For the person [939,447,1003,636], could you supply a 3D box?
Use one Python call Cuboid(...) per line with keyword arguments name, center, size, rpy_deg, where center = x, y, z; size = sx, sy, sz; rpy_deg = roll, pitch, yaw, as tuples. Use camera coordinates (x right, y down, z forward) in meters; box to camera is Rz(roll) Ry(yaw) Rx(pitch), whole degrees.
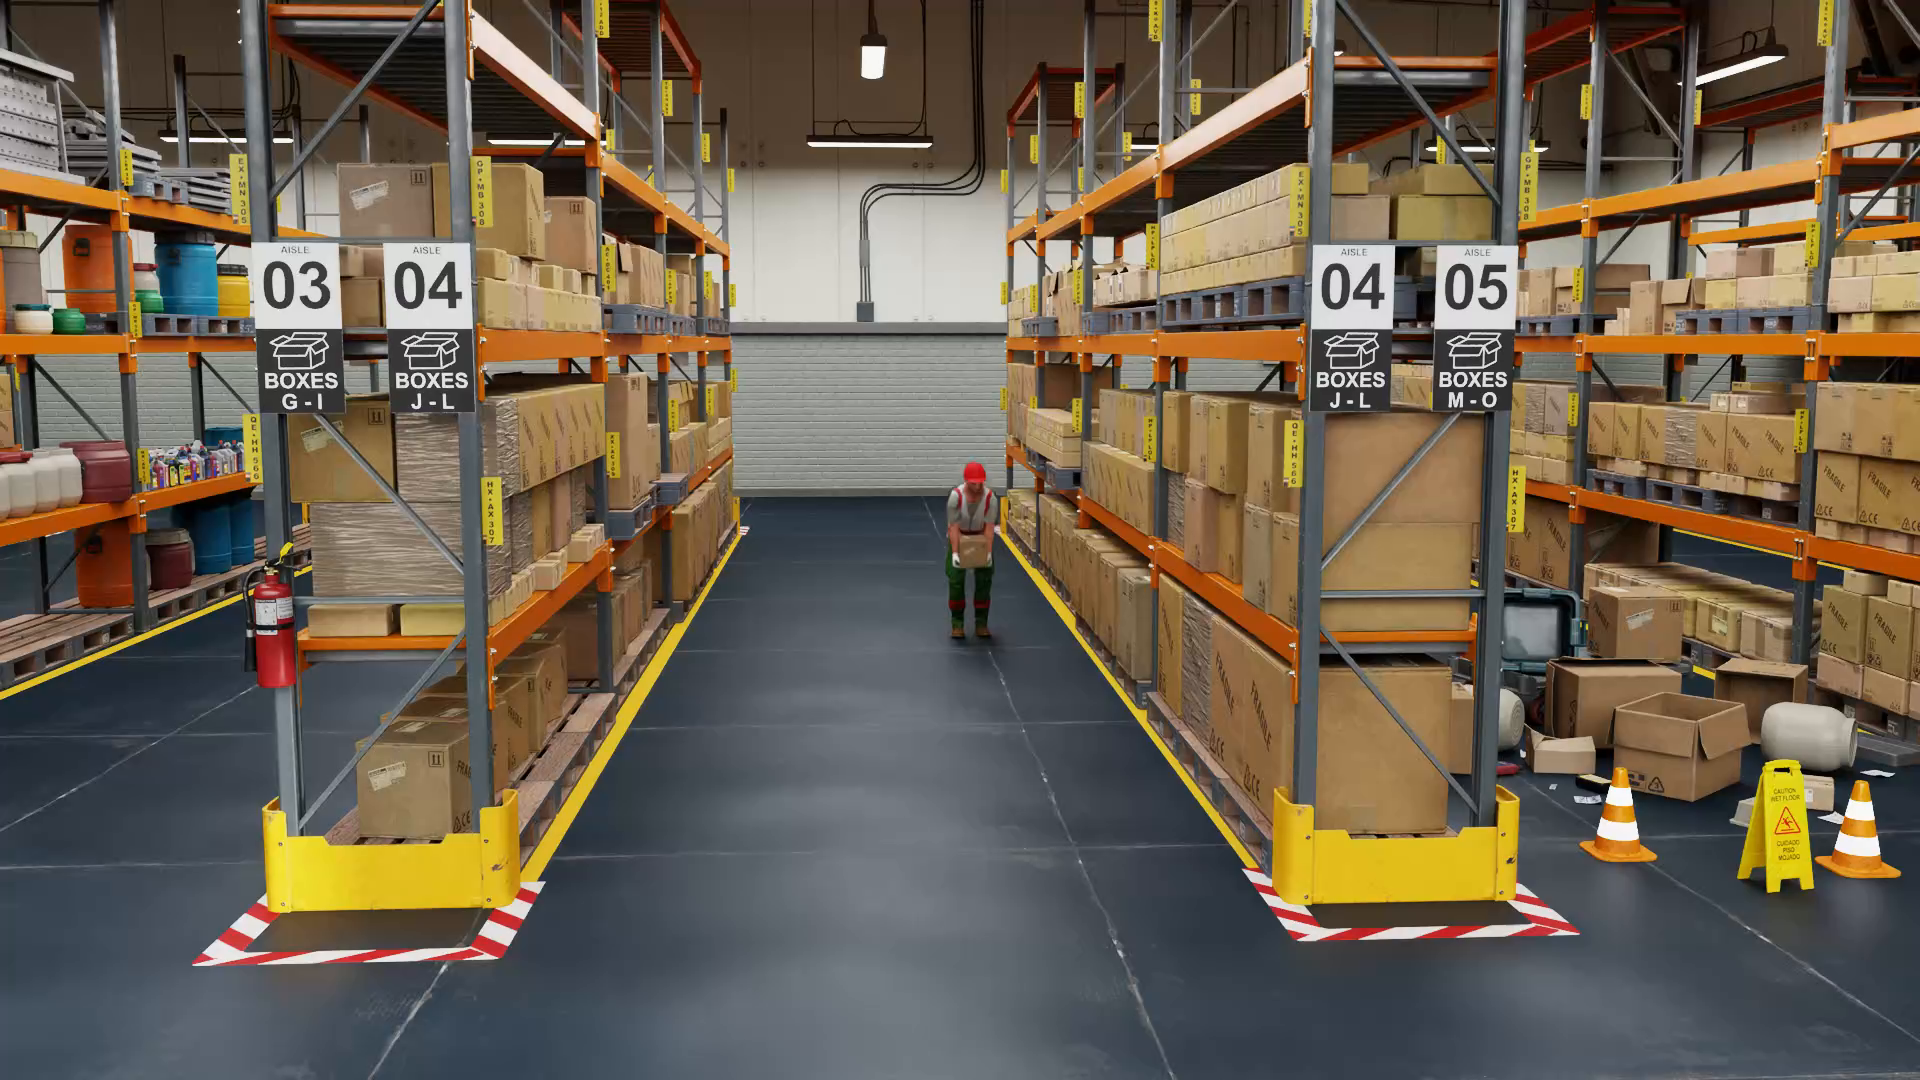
Cuboid(name="person", center=(0.103, 0.012, 15.581), size=(0.615, 1.778, 0.453), rpy_deg=(-1, 7, -8))
